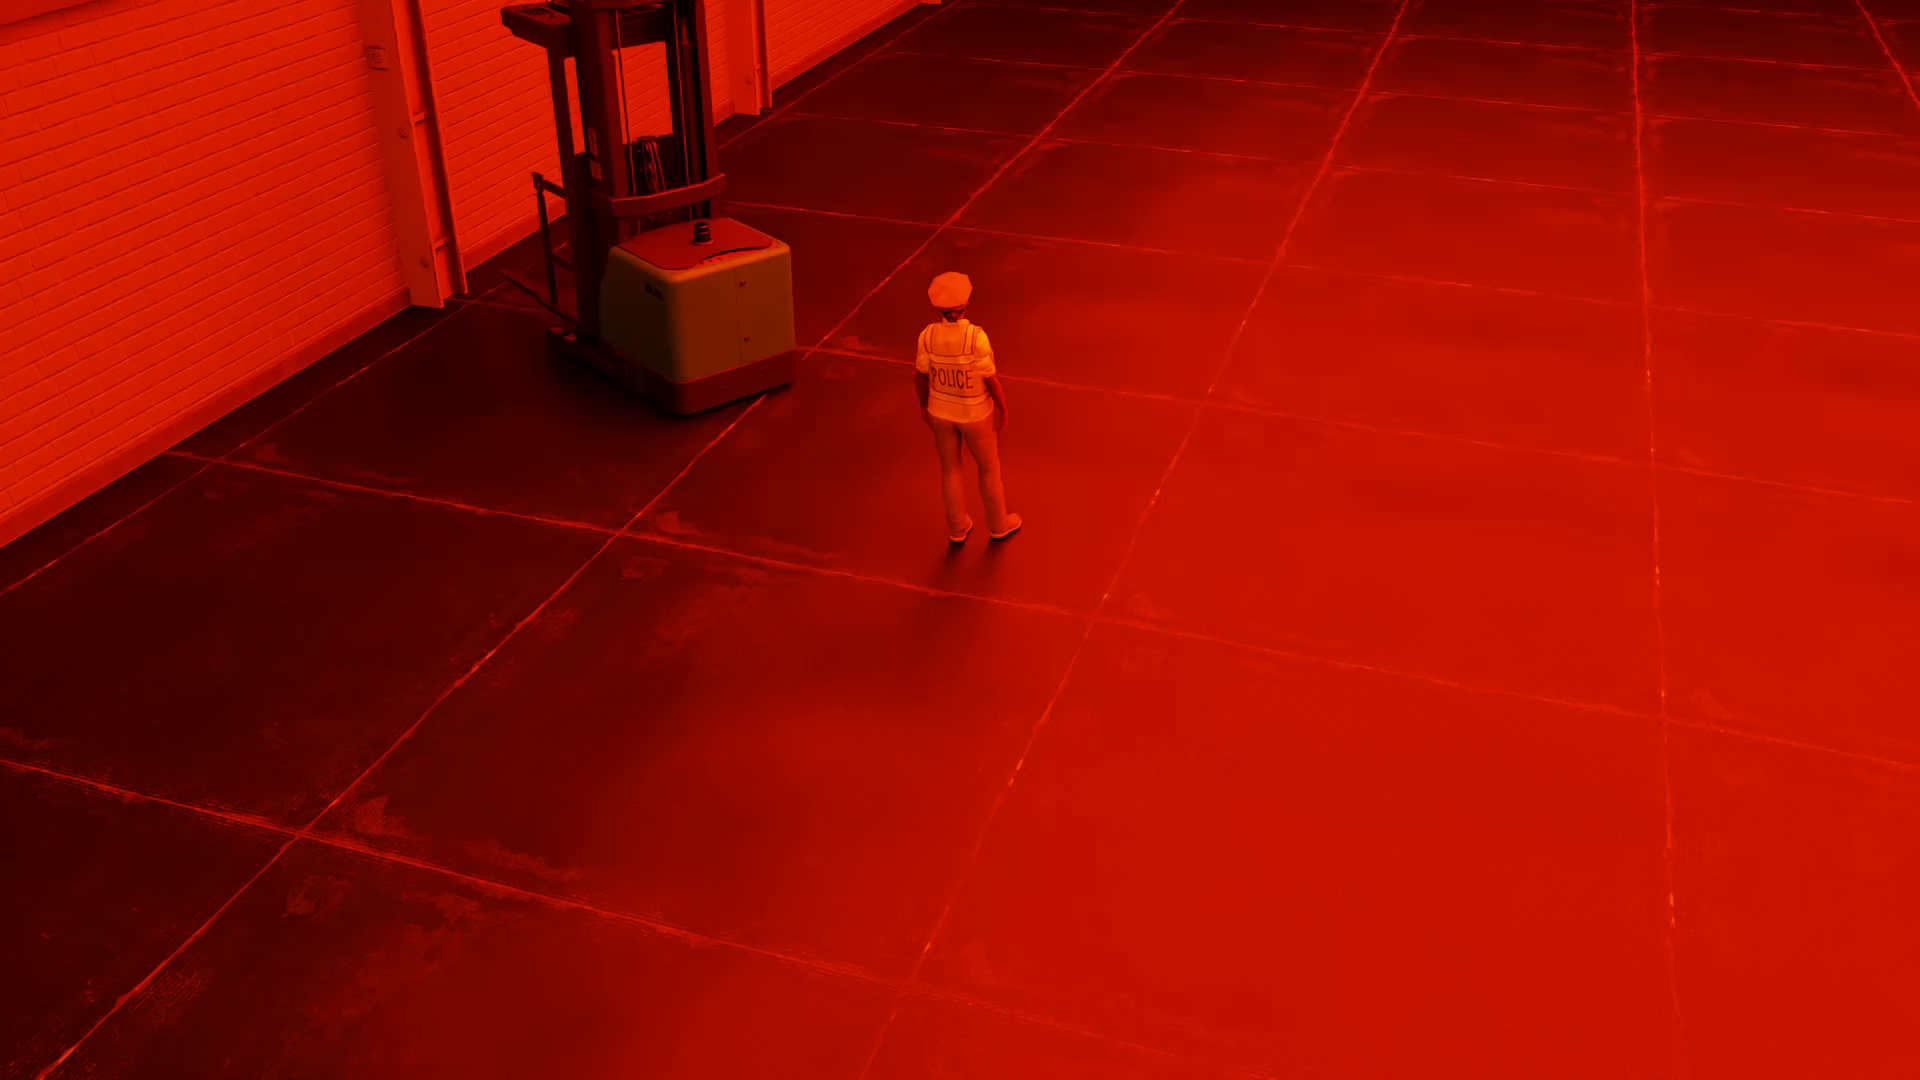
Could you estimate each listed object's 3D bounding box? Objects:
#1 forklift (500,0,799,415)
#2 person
[{"bbox_3d":[-2.495,-2.793,12.036,1.130,2.935,3.031,-23,37,-34],"label":"forklift"},{"bbox_3d":[0.043,-0.775,9.729,0.570,1.697,0.528,10,31,16],"label":"person"}]
